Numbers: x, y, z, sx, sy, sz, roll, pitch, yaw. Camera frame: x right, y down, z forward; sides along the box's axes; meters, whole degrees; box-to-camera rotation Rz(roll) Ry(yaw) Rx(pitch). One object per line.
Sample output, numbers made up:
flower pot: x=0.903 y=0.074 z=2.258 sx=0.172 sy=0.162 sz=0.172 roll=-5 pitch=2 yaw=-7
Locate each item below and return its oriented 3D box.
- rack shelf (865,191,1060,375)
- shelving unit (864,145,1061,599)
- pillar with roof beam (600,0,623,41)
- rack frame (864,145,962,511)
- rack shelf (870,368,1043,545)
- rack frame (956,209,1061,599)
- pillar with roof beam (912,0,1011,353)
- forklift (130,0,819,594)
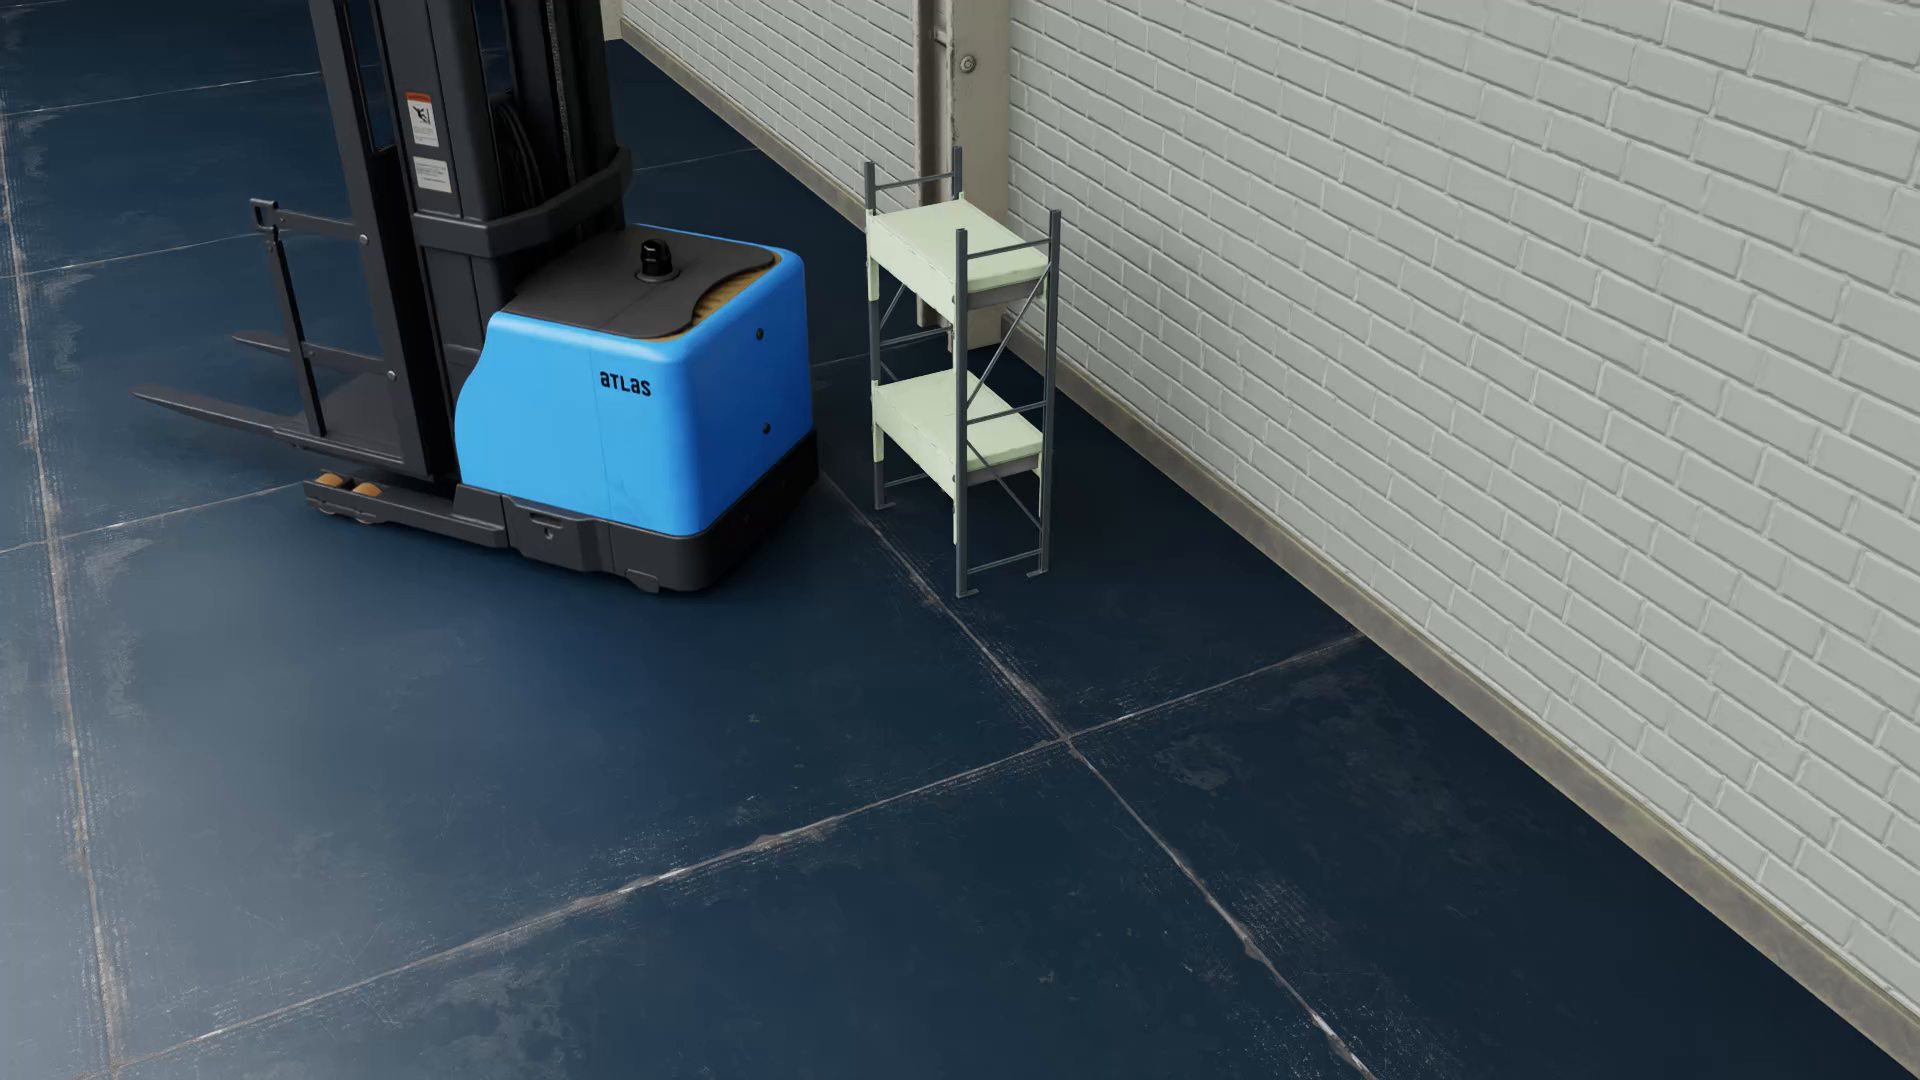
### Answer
rack shelf: x=-0.003 y=-0.963 z=6.140 sx=0.431 sy=0.370 sz=0.720 roll=-16 pitch=36 yaw=-23
shelving unit: x=-0.003 y=-0.635 z=6.350 sx=0.431 sy=1.500 sz=0.755 roll=-16 pitch=36 yaw=-23
pillar with roof beam: x=-6.599 y=-6.620 z=8.741 sx=9.100 sy=9.000 sz=0.400 roll=-16 pitch=36 yaw=-23
rack frame: x=-0.174 y=-0.809 z=6.623 sx=0.400 sy=1.500 sz=0.023 roll=-16 pitch=36 yaw=-23
rack shelf: x=-0.003 y=-0.360 z=6.526 sx=0.431 sy=0.370 sz=0.720 roll=-16 pitch=36 yaw=-23
rack frame: x=0.168 y=-0.460 z=6.078 sx=0.400 sy=1.500 sz=0.023 roll=-16 pitch=36 yaw=-23
pillar with roof beam: x=-3.802 y=-3.757 z=4.272 sx=9.100 sy=9.000 sz=0.400 roll=-16 pitch=36 yaw=-23
forklift: x=-2.161 y=-1.545 z=6.445 sx=3.031 sy=2.935 sz=1.130 roll=13 pitch=35 yaw=20
